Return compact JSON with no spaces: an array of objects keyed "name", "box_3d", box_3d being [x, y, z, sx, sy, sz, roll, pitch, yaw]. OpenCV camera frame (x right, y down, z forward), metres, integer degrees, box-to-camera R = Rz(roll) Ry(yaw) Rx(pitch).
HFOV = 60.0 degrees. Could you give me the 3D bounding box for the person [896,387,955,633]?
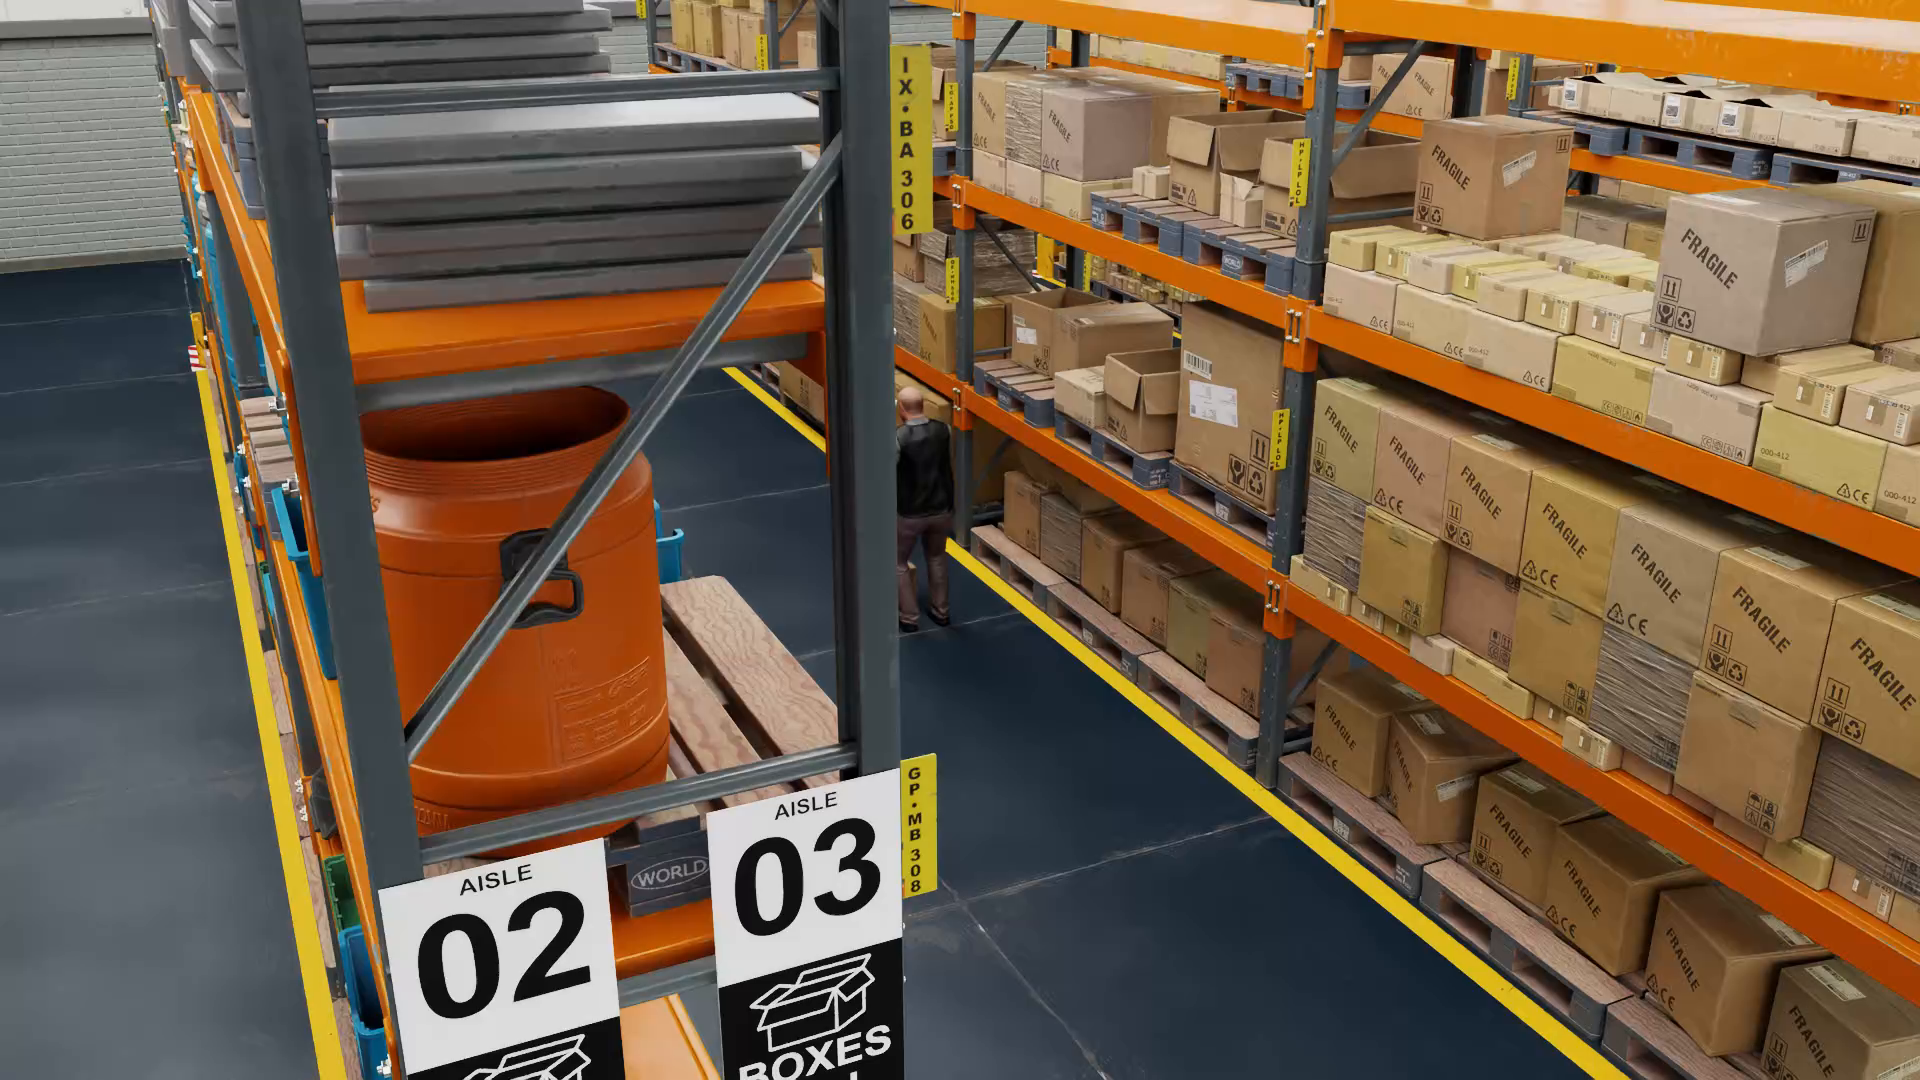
[{"name":"person","box_3d":[-0.291,-0.194,11.176,0.556,1.679,0.423,-10,24,-22]}]
